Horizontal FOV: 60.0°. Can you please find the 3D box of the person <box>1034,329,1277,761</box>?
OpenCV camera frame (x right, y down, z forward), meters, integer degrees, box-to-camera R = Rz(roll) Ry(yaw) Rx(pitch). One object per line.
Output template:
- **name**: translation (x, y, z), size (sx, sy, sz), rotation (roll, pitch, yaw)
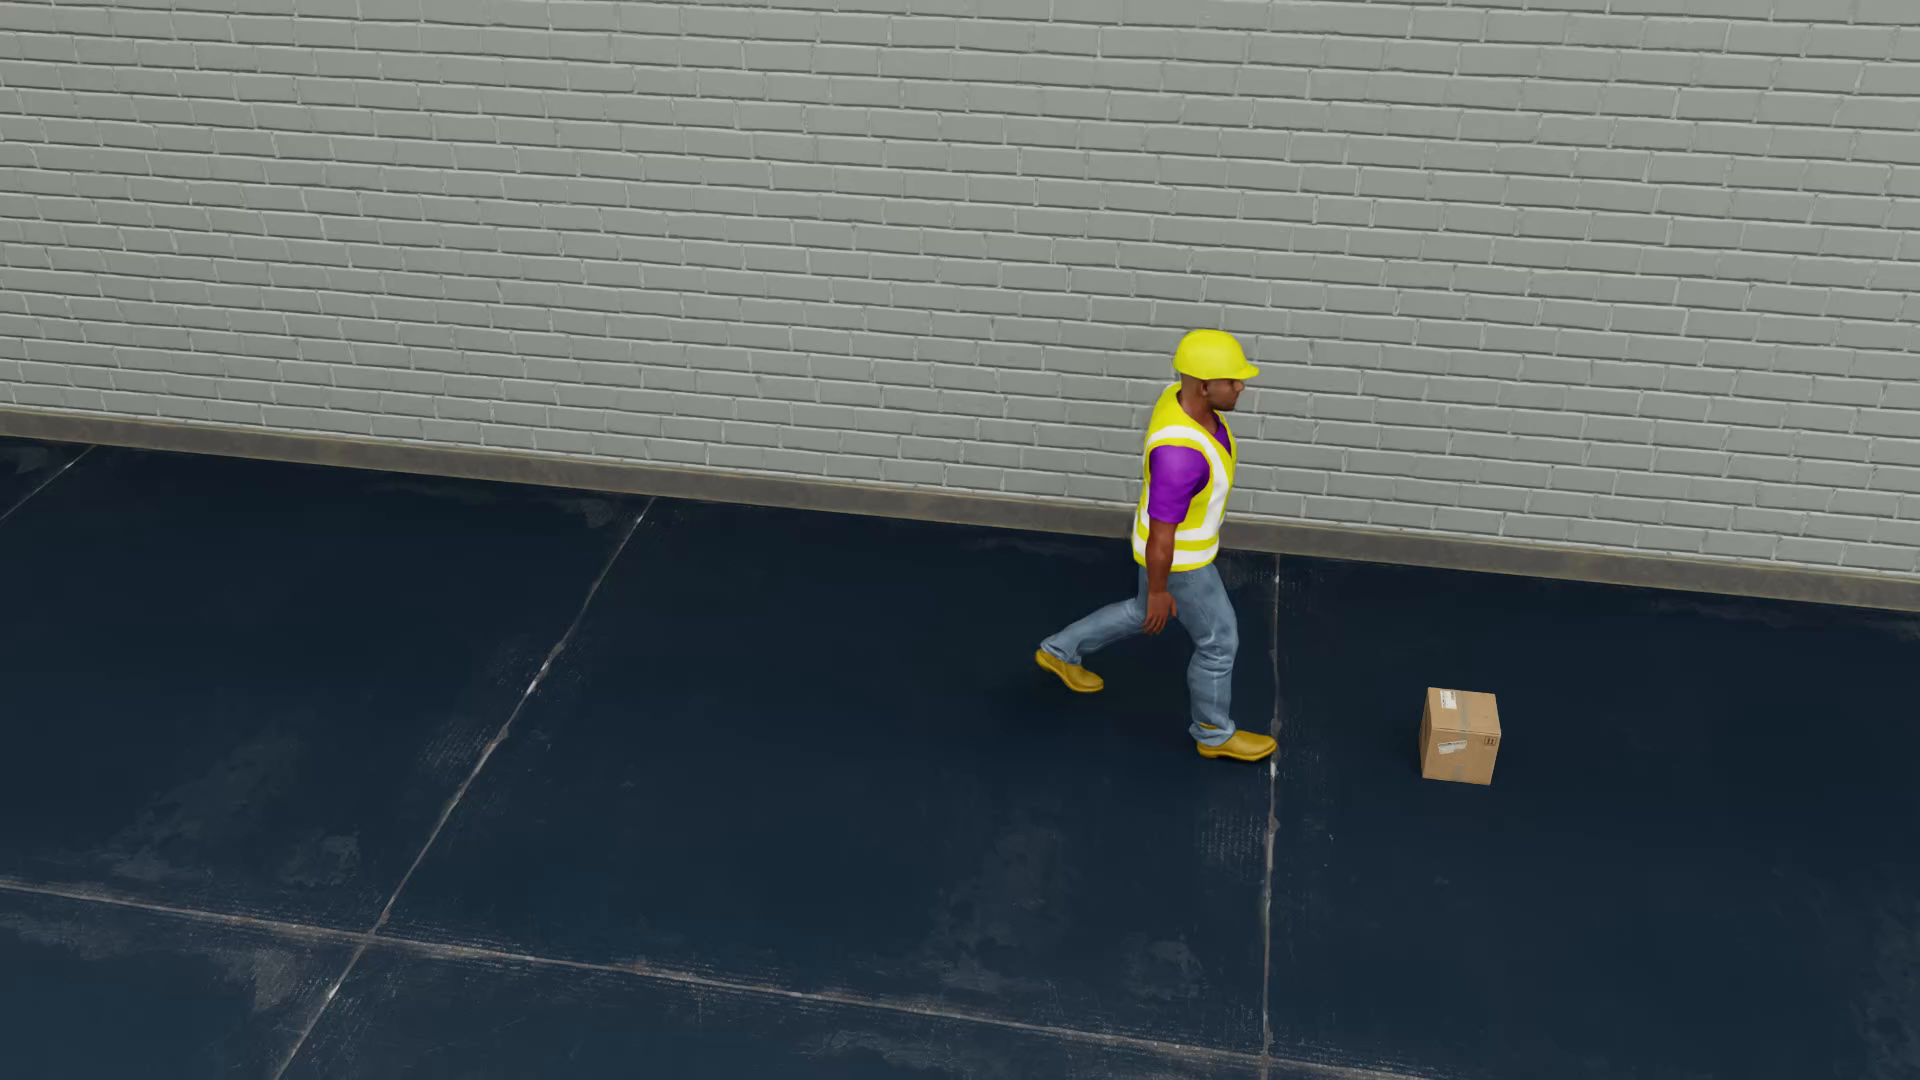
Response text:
- **person**: translation (0.753, 0.022, 6.088), size (0.963, 1.737, 0.589), rotation (4, 32, 6)
